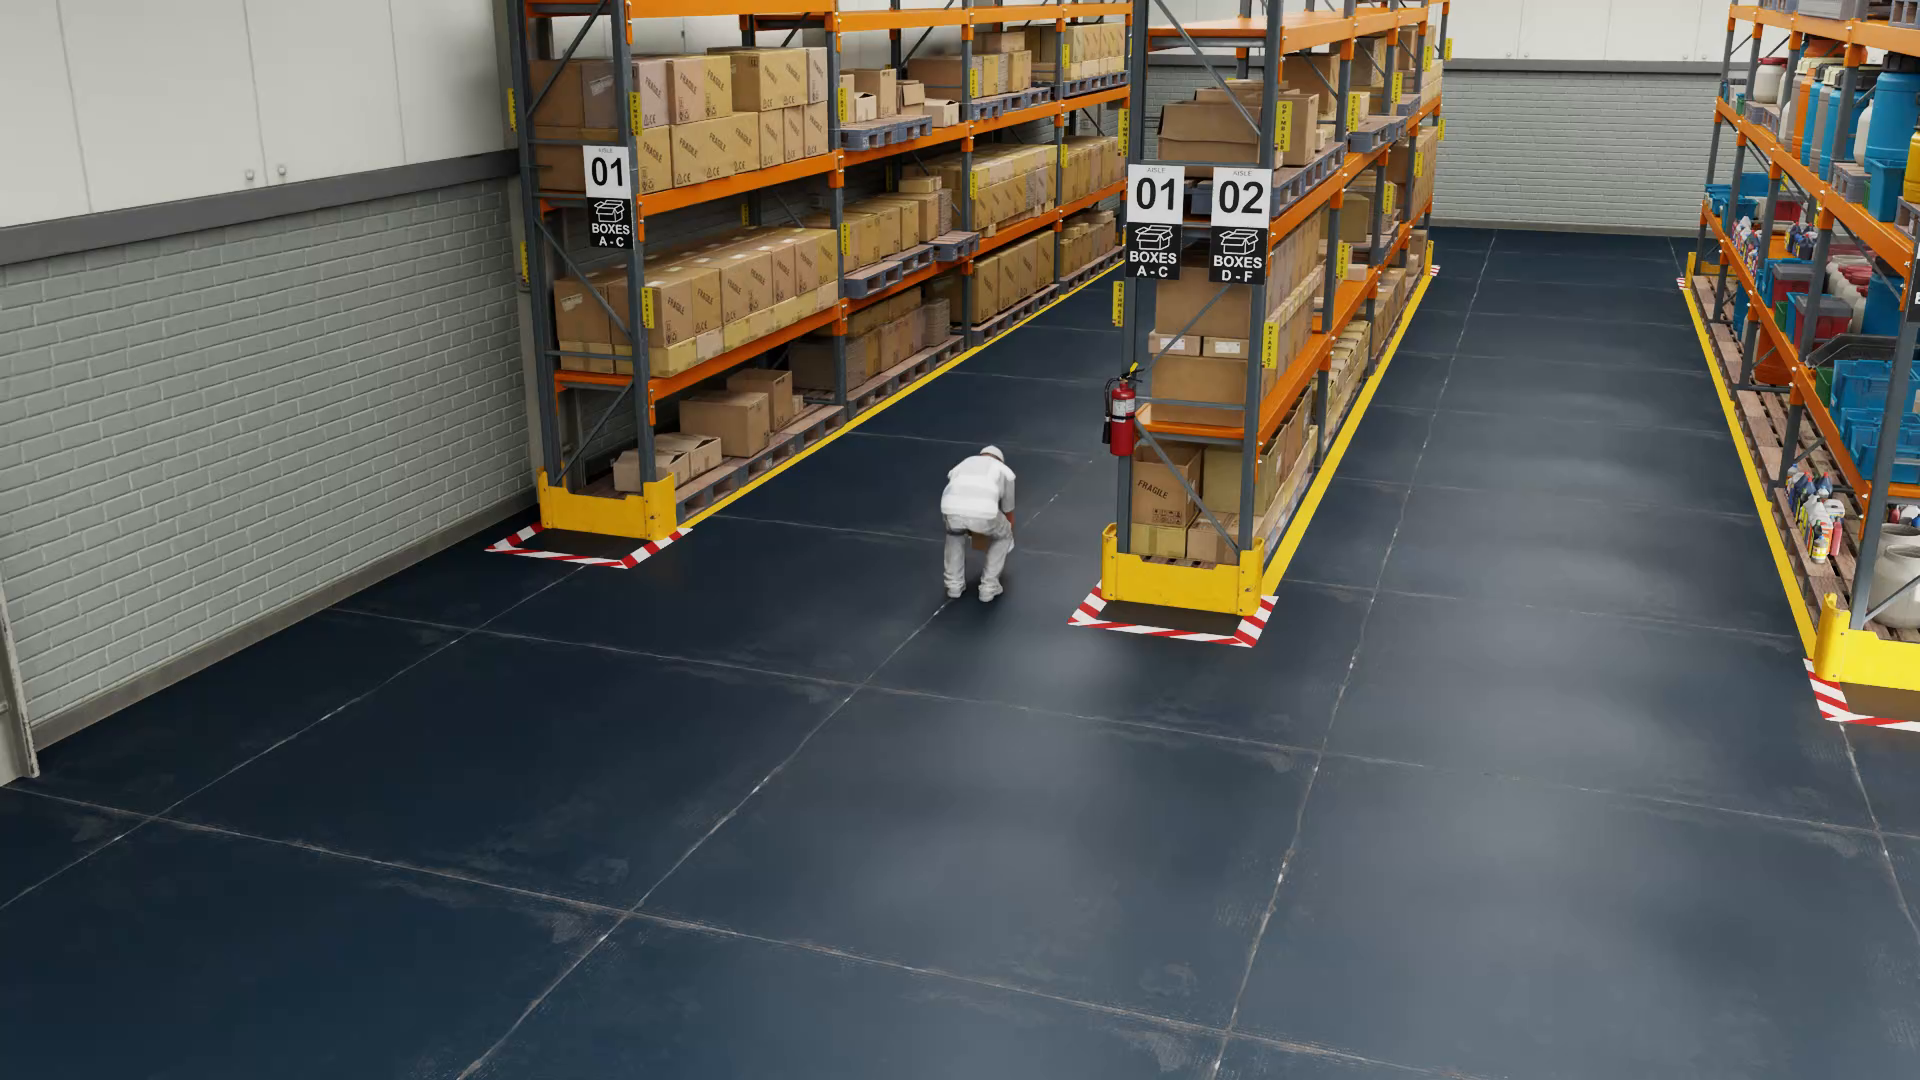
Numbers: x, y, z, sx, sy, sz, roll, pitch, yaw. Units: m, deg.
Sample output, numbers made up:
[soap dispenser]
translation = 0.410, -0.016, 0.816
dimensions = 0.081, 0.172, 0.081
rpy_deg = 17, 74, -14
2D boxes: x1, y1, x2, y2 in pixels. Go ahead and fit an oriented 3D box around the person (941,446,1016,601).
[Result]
[person]
translation = 0.140, -0.124, 12.613
dimensions = 0.546, 1.015, 0.977
rpy_deg = 5, 19, 16
